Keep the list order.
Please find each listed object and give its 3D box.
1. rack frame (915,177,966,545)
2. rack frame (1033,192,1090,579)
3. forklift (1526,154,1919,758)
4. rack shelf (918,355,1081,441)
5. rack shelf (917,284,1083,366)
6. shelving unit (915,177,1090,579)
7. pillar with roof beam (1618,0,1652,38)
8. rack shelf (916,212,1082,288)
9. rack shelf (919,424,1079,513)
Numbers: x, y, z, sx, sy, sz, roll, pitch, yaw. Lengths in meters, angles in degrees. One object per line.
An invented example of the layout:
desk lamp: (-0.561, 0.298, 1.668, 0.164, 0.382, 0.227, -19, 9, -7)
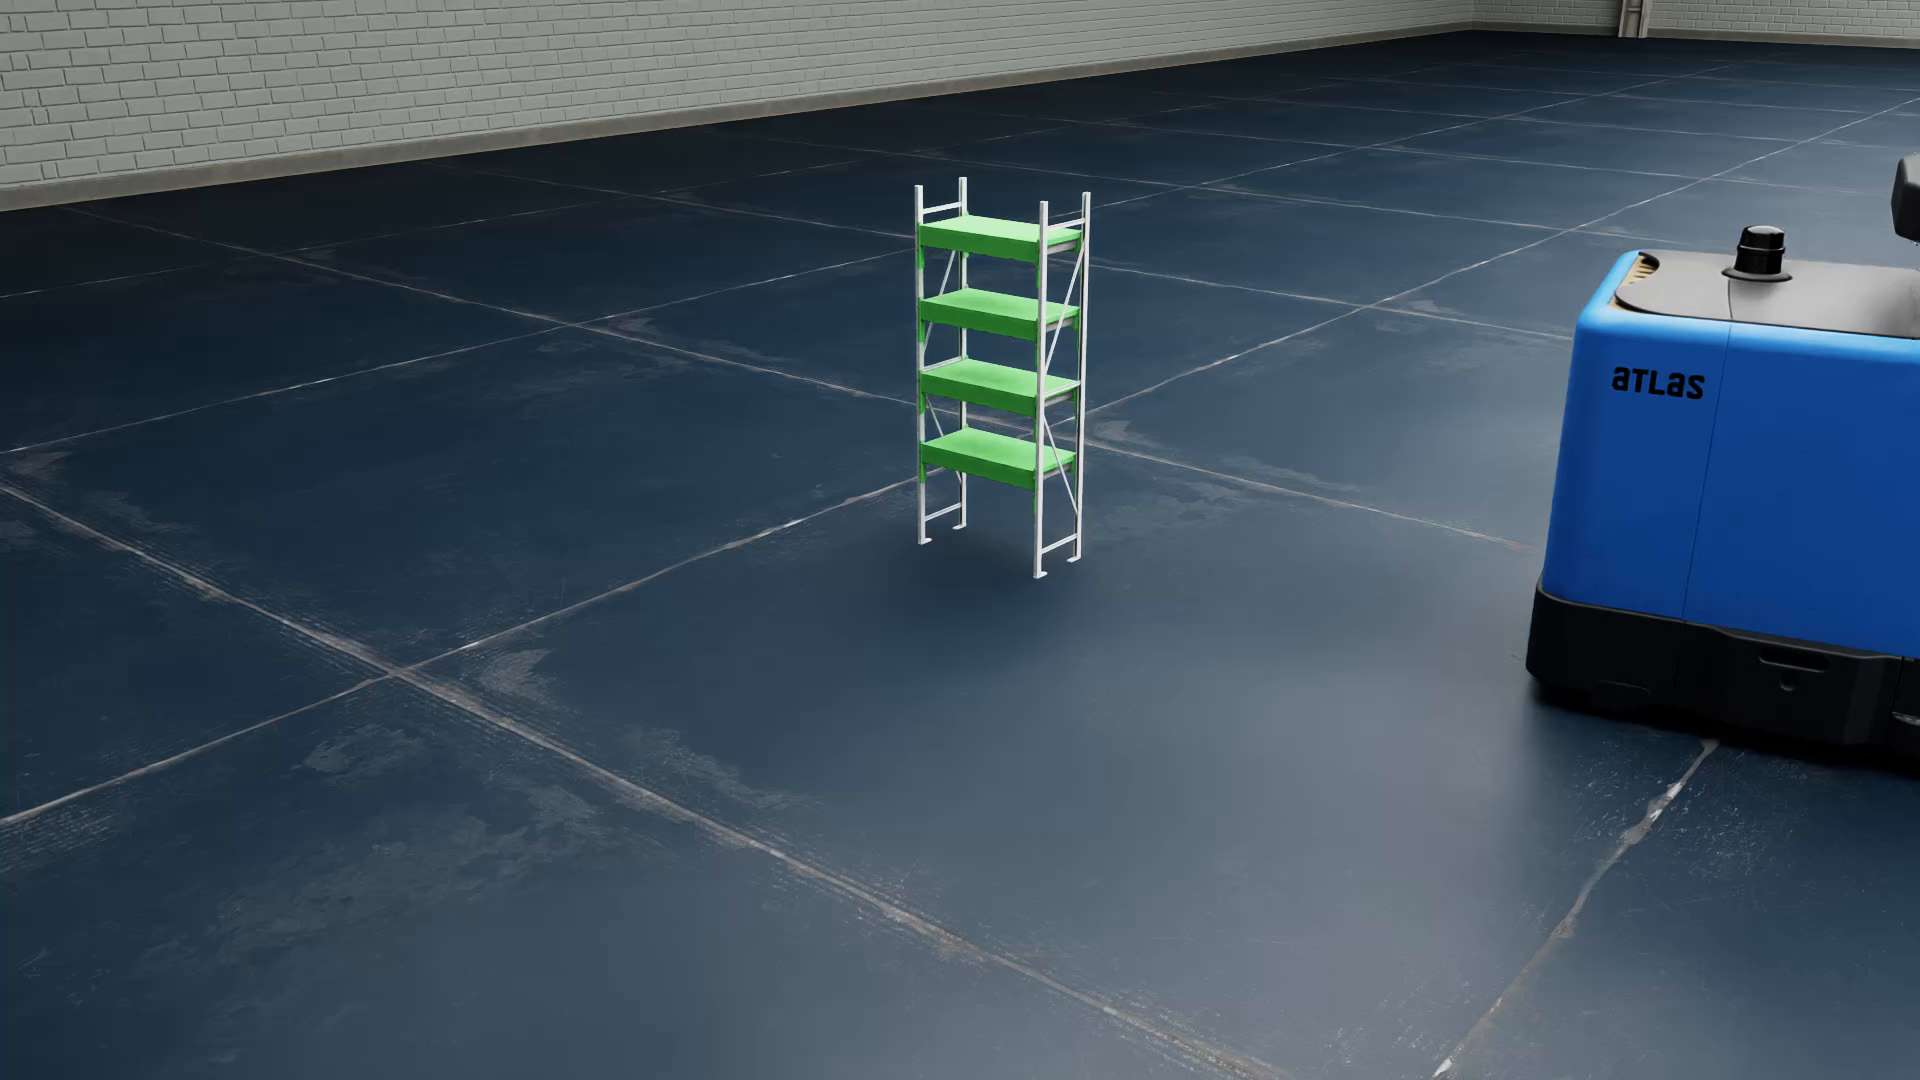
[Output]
rack frame: (-0.061, -0.579, 5.503, 0.015, 1.200, 0.240, 16, 26, 36)
rack frame: (0.317, -0.470, 5.214, 0.015, 1.200, 0.240, 16, 26, 36)
forklift: (3.094, -0.856, 3.783, 3.031, 2.935, 1.130, 10, 23, 25)
rack shelf: (0.128, -0.465, 5.381, 0.480, 0.148, 0.258, 16, 26, 36)
rack shelf: (0.128, -0.689, 5.296, 0.480, 0.148, 0.258, 16, 26, 36)
shelving unit: (0.128, -0.524, 5.359, 0.503, 1.200, 0.258, 16, 26, 36)
pillar with roof beam: (8.864, -11.701, 23.945, 0.400, 9.000, 9.100, 16, 26, 36)
rack shelf: (0.128, -0.914, 5.212, 0.480, 0.148, 0.258, 16, 26, 36)
rack shelf: (0.128, -0.240, 5.466, 0.480, 0.148, 0.258, 16, 26, 36)
